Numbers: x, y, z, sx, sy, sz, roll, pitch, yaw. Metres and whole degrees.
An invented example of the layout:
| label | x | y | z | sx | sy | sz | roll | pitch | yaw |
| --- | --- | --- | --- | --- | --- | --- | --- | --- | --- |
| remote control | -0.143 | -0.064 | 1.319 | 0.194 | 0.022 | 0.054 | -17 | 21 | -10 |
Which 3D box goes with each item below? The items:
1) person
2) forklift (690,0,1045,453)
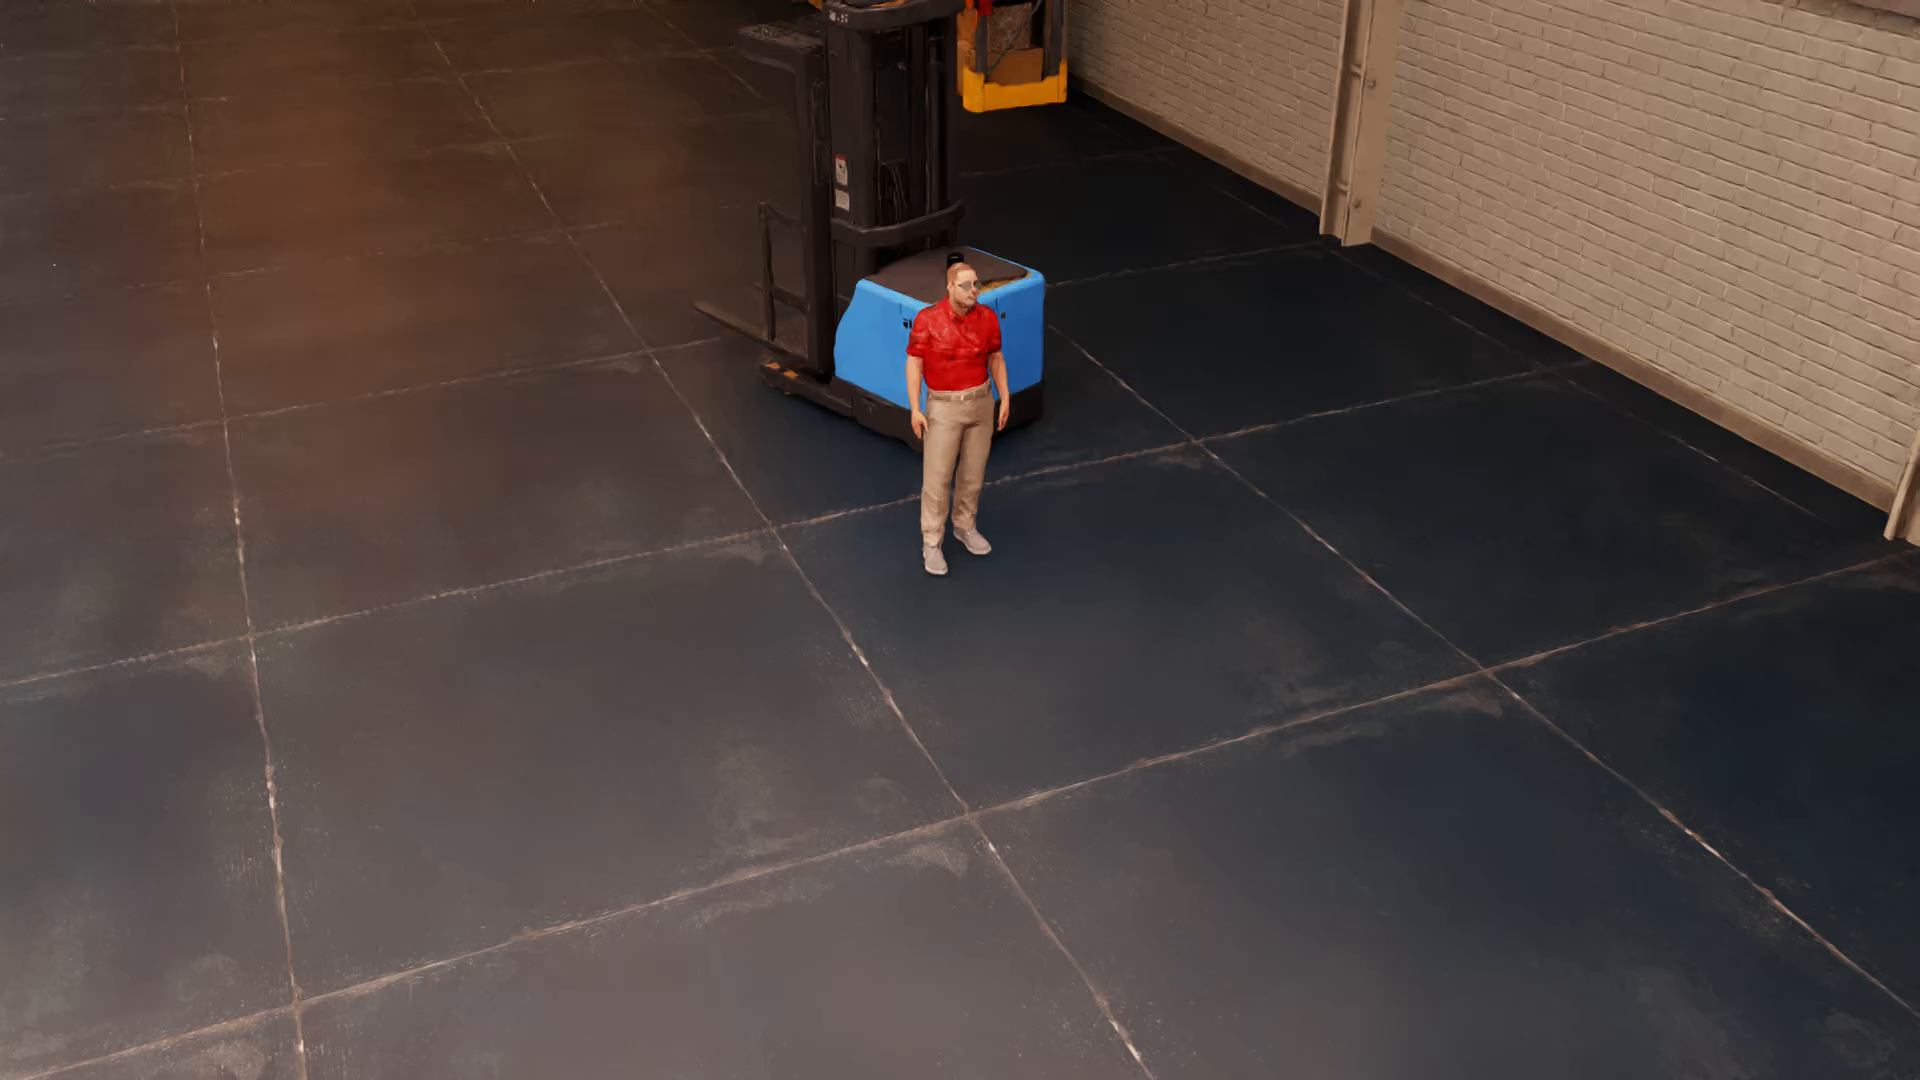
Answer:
| label | x | y | z | sx | sy | sz | roll | pitch | yaw |
| --- | --- | --- | --- | --- | --- | --- | --- | --- | --- |
| person | 0.025 | -0.714 | 9.564 | 0.640 | 1.727 | 0.550 | -12 | 32 | -20 |
| forklift | -0.800 | -2.472 | 11.443 | 1.130 | 2.935 | 3.031 | -25 | 38 | -37 |
